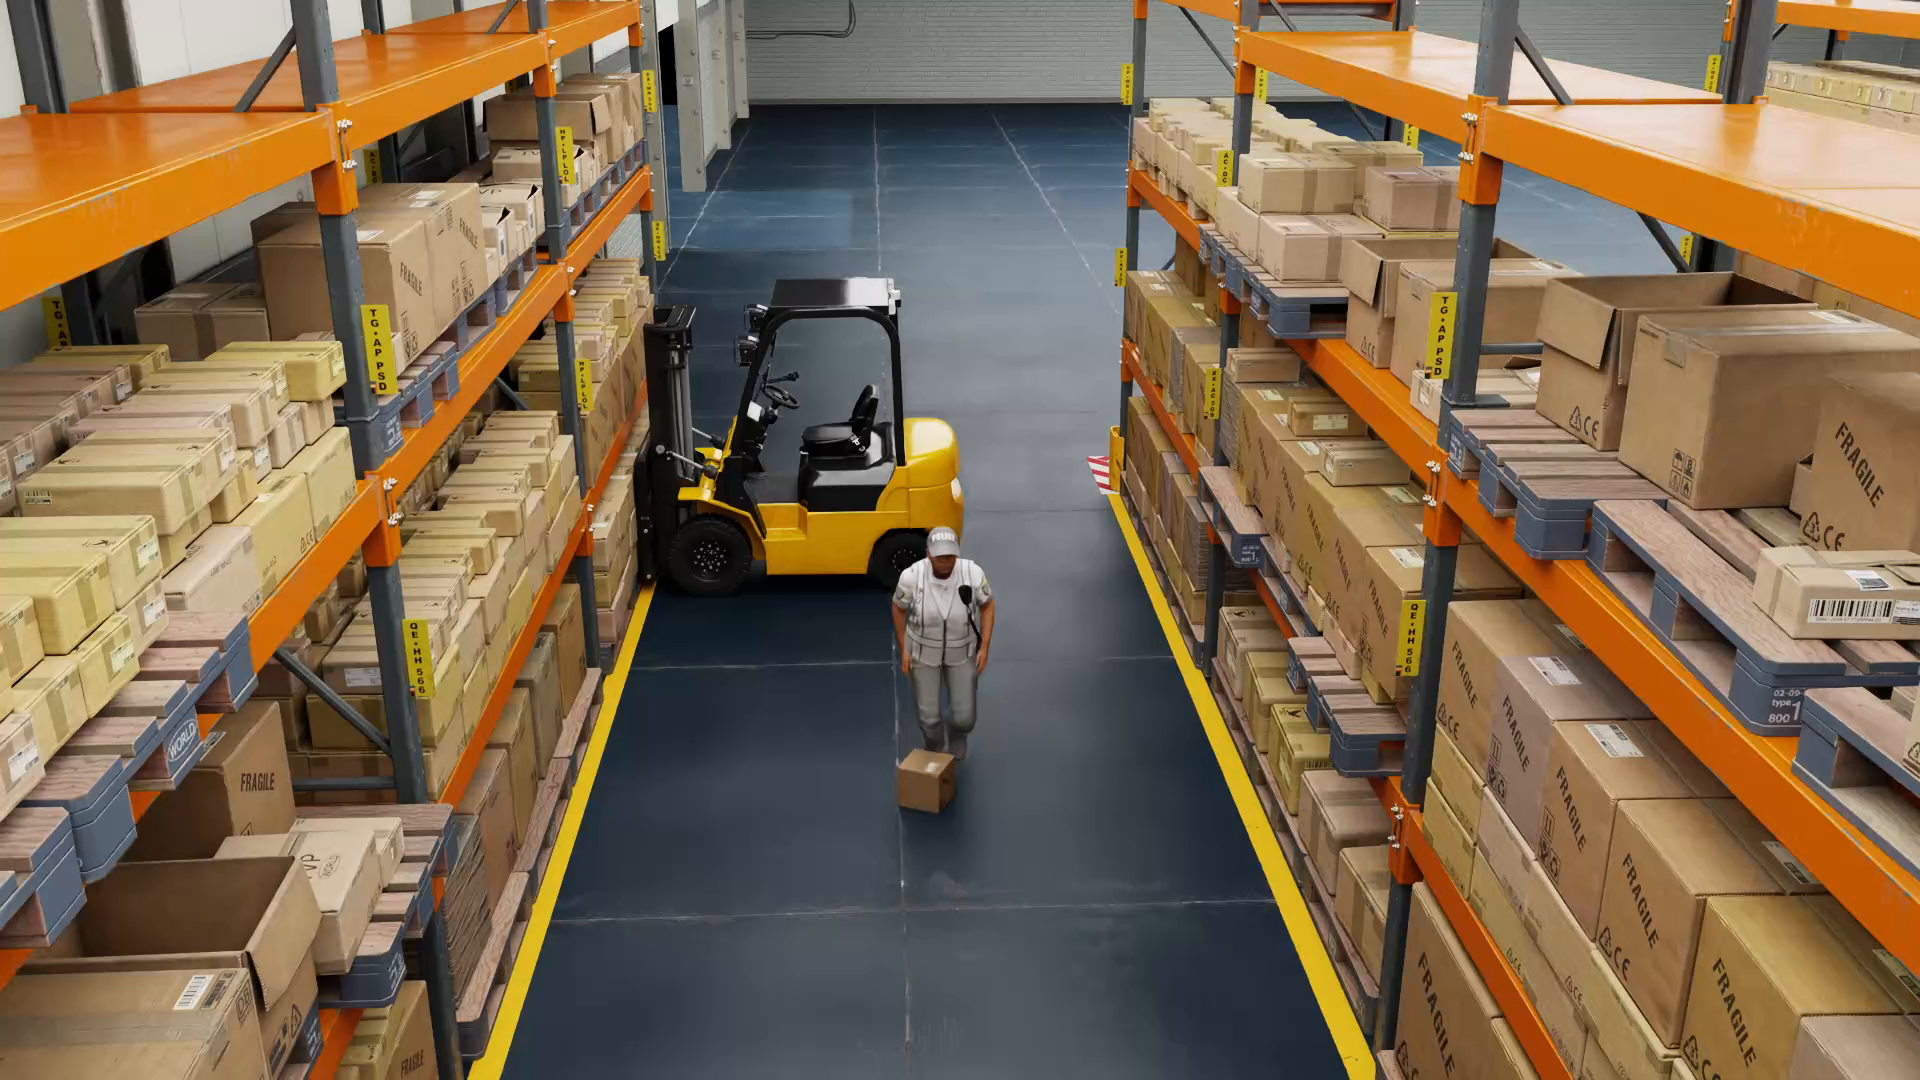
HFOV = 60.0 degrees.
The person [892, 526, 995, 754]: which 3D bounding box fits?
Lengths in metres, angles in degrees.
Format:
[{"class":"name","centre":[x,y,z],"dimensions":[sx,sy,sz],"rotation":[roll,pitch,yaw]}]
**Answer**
[{"class":"person","centre":[-0.091,0.611,9.391],"dimensions":[0.578,1.547,0.598],"rotation":[-2,21,-5]}]
